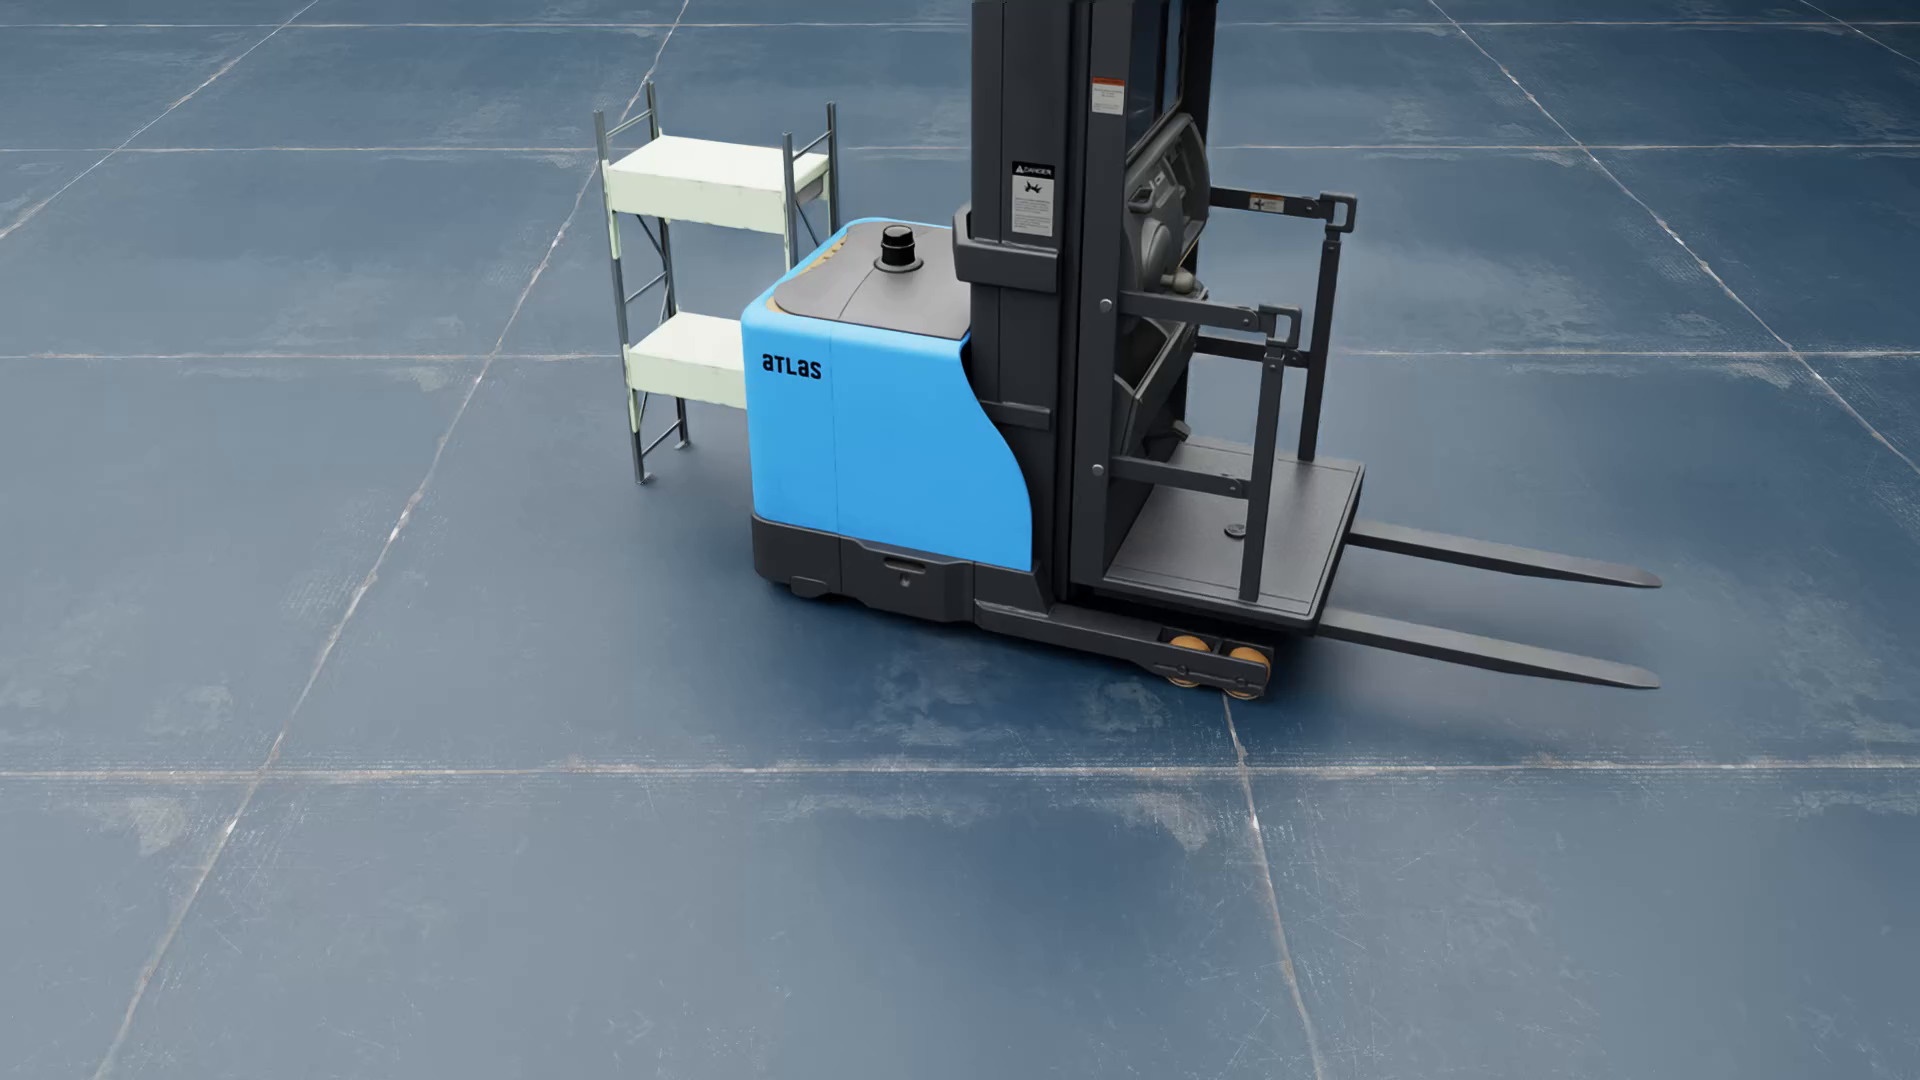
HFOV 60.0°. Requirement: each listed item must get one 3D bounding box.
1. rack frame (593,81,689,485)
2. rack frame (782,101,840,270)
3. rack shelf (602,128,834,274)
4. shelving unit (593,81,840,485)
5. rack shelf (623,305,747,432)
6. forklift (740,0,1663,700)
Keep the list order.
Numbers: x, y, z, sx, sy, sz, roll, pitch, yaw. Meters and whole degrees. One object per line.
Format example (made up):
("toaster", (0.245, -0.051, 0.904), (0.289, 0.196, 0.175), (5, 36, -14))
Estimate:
("rack frame", (-1.210, -0.959, 6.385), (0.023, 1.500, 0.400), (11, 33, 17))
("rack frame", (-0.524, -0.827, 6.167), (0.023, 1.500, 0.400), (11, 33, 17))
("rack shelf", (-0.867, -1.227, 6.073), (0.720, 0.370, 0.431), (11, 33, 17))
("shelving unit", (-0.867, -0.893, 6.276), (0.755, 1.500, 0.431), (11, 33, 17))
("rack shelf", (-0.867, -0.614, 6.445), (0.720, 0.370, 0.431), (11, 33, 17))
("forklift", (0.835, -1.048, 5.151), (3.031, 2.935, 1.130), (11, 33, 17))
